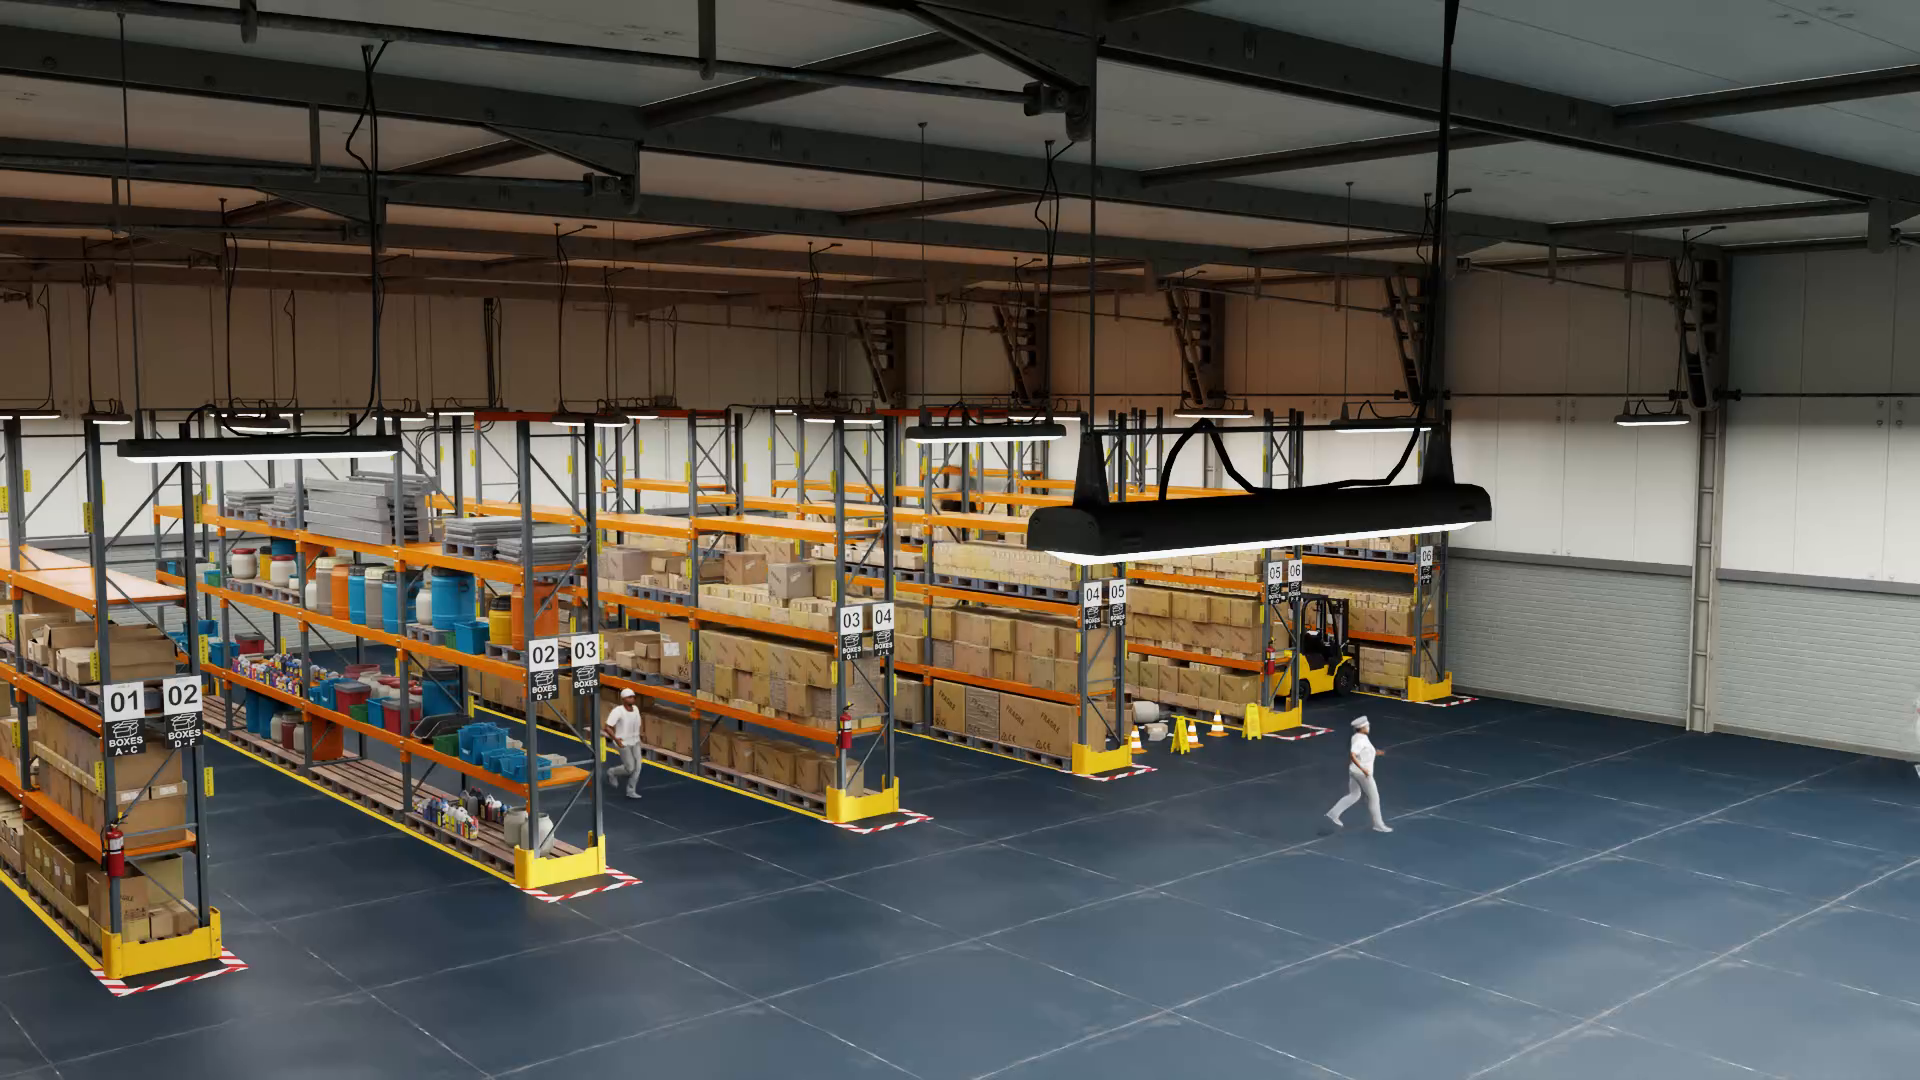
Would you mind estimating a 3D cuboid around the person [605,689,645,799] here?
[{"bbox_3d":[-5.261,3.187,26.155,0.677,1.725,0.689,4,6,38],"label":"person"}]

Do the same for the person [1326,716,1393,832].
[{"bbox_3d":[5.769,3.367,23.938,0.941,1.675,0.574,0,5,-4],"label":"person"}]

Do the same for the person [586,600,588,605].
[{"bbox_3d":[-8.436,2.183,37.825,0.586,1.691,0.829,-3,6,-34],"label":"person"}]

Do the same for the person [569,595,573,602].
[{"bbox_3d":[-9.563,2.007,40.588,0.576,1.567,0.665,-4,6,-37],"label":"person"}]
